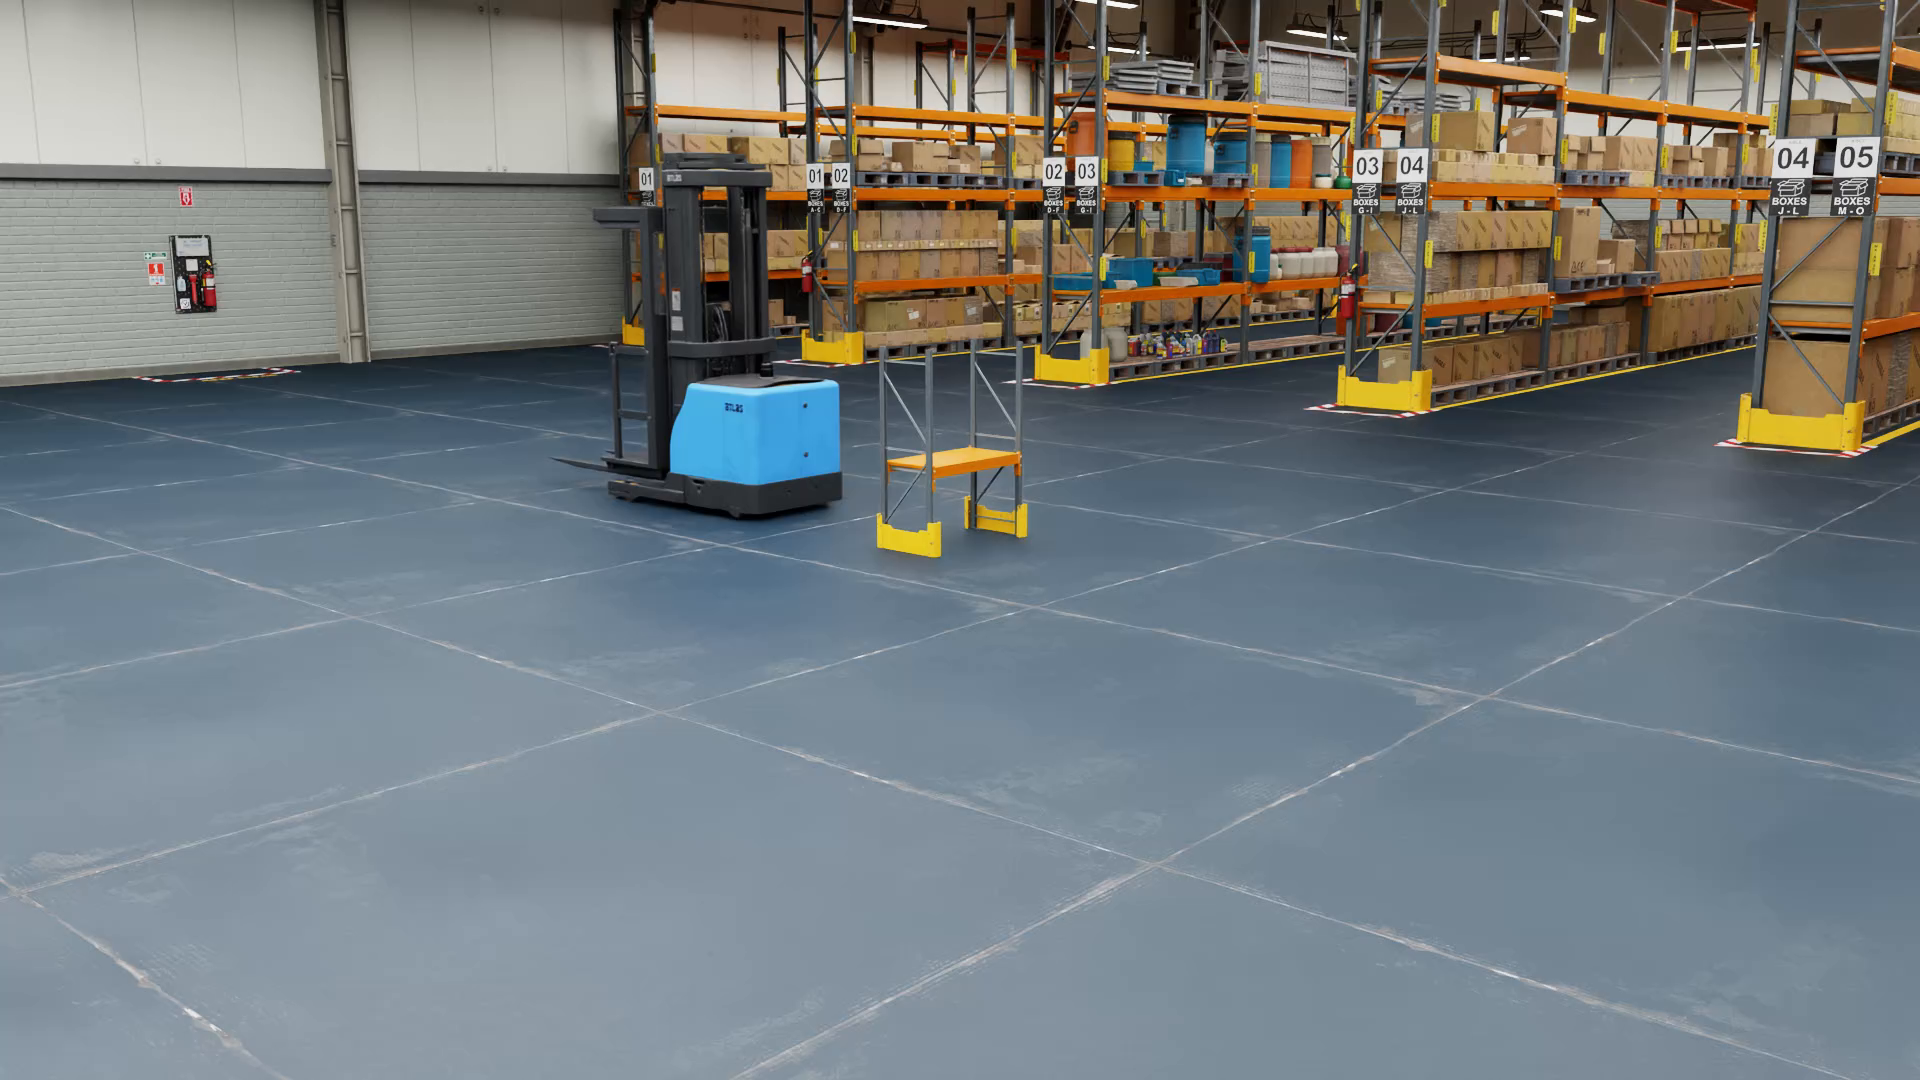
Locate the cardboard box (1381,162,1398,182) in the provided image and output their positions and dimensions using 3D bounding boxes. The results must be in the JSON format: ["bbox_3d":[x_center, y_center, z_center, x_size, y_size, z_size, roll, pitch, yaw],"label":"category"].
[{"bbox_3d":[5.469,-4.656,21.088,0.500,0.250,0.500,10,15,42],"label":"cardboard box"}]

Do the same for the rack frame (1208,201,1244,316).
[{"bbox_3d":[5.824,-6.202,36.102,1.000,3.000,0.127,10,15,40],"label":"rack frame"}]

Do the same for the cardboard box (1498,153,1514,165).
[{"bbox_3d":[7.118,-5.056,22.075,0.380,0.149,0.250,11,16,43],"label":"cardboard box"}]

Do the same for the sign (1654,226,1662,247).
[{"bbox_3d":[11.036,-4.792,26.290,0.100,0.325,0.005,10,15,40],"label":"sign"}]

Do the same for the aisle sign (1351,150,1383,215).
[{"bbox_3d":[5.075,-4.459,20.741,0.394,0.787,0.004,10,15,40],"label":"aisle sign"}]

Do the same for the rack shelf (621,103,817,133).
[{"bbox_3d":[-4.501,-7.958,31.423,1.077,0.370,4.000,10,15,40],"label":"rack shelf"}]

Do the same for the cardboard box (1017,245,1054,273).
[{"bbox_3d":[1.410,-5.262,31.143,0.500,0.500,0.500,-11,16,-43],"label":"cardboard box"}]

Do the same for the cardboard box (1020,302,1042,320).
[{"bbox_3d":[1.337,-4.259,30.891,0.500,0.311,0.500,10,15,40],"label":"cardboard box"}]

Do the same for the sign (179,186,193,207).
[{"bbox_3d":[-11.710,-5.198,25.158,0.001,0.298,0.199,10,15,40],"label":"sign"}]

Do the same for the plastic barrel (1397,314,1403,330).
[{"bbox_3d":[8.263,-4.293,31.826,0.421,0.512,0.421,0,11,0],"label":"plastic barrel"}]

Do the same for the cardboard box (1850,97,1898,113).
[{"bbox_3d":[9.460,-4.500,17.204,0.380,0.149,0.250,10,15,41],"label":"cardboard box"}]

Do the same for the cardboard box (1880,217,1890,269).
[{"bbox_3d":[9.568,-3.244,18.155,0.875,0.550,0.550,10,15,40],"label":"cardboard box"}]

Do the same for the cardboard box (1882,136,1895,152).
[{"bbox_3d":[9.468,-4.110,17.287,0.380,0.149,0.250,10,15,41],"label":"cardboard box"}]

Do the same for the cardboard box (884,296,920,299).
[{"bbox_3d":[-0.987,-4.001,29.119,0.500,0.500,0.500,10,15,40],"label":"cardboard box"}]

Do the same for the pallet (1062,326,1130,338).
[{"bbox_3d":[2.611,-4.130,32.848,1.003,0.211,1.213,10,15,40],"label":"pallet"}]

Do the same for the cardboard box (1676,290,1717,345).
[{"bbox_3d":[12.266,-3.856,28.711,1.225,0.875,0.875,9,14,38],"label":"cardboard box"}]

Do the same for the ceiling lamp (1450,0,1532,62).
[{"bbox_3d":[12.113,-12.665,38.244,2.000,3.185,0.800,10,15,40],"label":"ceiling lamp"}]

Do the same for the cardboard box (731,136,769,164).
[{"bbox_3d":[-3.998,-7.416,31.663,0.500,0.500,0.500,9,14,38],"label":"cardboard box"}]

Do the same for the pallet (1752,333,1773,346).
[{"bbox_3d":[14.629,-3.835,31.372,1.003,0.211,1.213,10,15,40],"label":"pallet"}]

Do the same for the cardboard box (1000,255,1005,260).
[{"bbox_3d":[0.855,-6.385,37.612,0.380,0.149,0.250,10,15,41],"label":"cardboard box"}]

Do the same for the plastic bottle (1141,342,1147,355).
[{"bbox_3d":[2.888,-3.006,26.124,0.097,0.201,0.097,0,11,0],"label":"plastic bottle"}]

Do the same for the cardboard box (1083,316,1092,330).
[{"bbox_3d":[2.347,-4.212,32.088,0.500,0.250,0.500,10,15,42],"label":"cardboard box"}]

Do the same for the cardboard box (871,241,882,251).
[{"bbox_3d":[-1.505,-4.872,27.535,0.380,0.149,0.250,9,15,39],"label":"cardboard box"}]

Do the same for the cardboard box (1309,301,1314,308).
[{"bbox_3d":[7.955,-5.457,38.483,0.380,0.166,0.250,10,15,40],"label":"cardboard box"}]

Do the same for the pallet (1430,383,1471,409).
[{"bbox_3d":[5.954,-1.913,21.752,1.003,0.211,1.213,10,15,40],"label":"pallet"}]

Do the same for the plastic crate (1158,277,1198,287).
[{"bbox_3d":[3.380,-3.983,25.666,0.530,0.136,0.437,10,15,40],"label":"plastic crate"}]

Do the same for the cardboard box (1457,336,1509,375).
[{"bbox_3d":[7.315,-2.584,23.302,0.500,0.500,0.500,-7,13,-30],"label":"cardboard box"}]

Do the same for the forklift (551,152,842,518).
[{"bbox_3d":[-2.436,-1.835,14.416,3.031,2.935,1.130,10,15,40],"label":"forklift"}]

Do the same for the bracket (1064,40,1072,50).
[{"bbox_3d":[2.453,-11.778,39.517,0.235,0.232,0.430,10,15,40],"label":"bracket"}]

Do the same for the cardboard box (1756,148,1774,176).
[{"bbox_3d":[14.544,-6.955,30.634,0.700,0.500,0.500,11,15,43],"label":"cardboard box"}]

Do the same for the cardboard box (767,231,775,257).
[{"bbox_3d":[-3.926,-5.712,32.068,0.500,0.500,0.500,9,15,39],"label":"cardboard box"}]

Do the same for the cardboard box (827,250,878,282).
[{"bbox_3d":[-1.780,-4.552,27.588,0.700,0.500,0.500,10,15,40],"label":"cardboard box"}]

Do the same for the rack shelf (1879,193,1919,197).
[{"bbox_3d":[12.961,-4.499,21.759,1.077,0.370,4.000,10,15,40],"label":"rack shelf"}]

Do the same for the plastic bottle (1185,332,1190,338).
[{"bbox_3d":[3.722,-3.271,27.273,0.097,0.271,0.097,0,11,0],"label":"plastic bottle"}]

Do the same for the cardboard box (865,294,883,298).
[{"bbox_3d":[-2.037,-4.917,34.930,0.700,0.500,0.500,10,15,41],"label":"cardboard box"}]

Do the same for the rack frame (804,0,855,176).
[{"bbox_3d":[-2.098,-7.378,26.675,1.000,3.000,0.127,10,15,40],"label":"rack frame"}]

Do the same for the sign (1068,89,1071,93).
[{"bbox_3d":[2.516,-10.212,38.277,0.100,0.325,0.005,10,15,40],"label":"sign"}]

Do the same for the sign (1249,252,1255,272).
[{"bbox_3d":[4.667,-4.447,26.609,0.100,0.325,0.005,10,15,40],"label":"sign"}]

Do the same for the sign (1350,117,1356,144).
[{"bbox_3d":[4.938,-5.134,20.841,0.100,0.325,0.005,10,15,40],"label":"sign"}]

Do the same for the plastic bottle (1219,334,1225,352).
[{"bbox_3d":[4.191,-3.154,26.655,0.061,0.283,0.133,11,16,43],"label":"plastic bottle"}]

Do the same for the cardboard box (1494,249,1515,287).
[{"bbox_3d":[7.027,-3.724,22.684,0.875,0.500,0.500,10,15,40],"label":"cardboard box"}]

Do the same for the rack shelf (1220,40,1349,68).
[{"bbox_3d":[7.144,-10.715,36.733,1.077,0.370,4.000,10,15,40],"label":"rack shelf"}]

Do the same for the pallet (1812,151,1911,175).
[{"bbox_3d":[9.482,-4.036,17.830,1.003,0.211,1.213,10,15,40],"label":"pallet"}]

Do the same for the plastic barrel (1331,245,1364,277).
[{"bbox_3d":[6.823,-4.931,29.395,0.600,0.536,0.708,10,15,40],"label":"plastic barrel"}]

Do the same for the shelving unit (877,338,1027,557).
[{"bbox_3d":[-0.050,-0.724,12.508,0.587,1.500,1.083,10,15,40],"label":"shelving unit"}]

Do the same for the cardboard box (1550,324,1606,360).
[{"bbox_3d":[9.469,-3.053,25.597,0.500,0.500,0.700,-11,15,-43],"label":"cardboard box"}]

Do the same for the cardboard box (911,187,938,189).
[{"bbox_3d":[-0.813,-7.549,35.367,0.500,0.311,0.500,10,15,40],"label":"cardboard box"}]

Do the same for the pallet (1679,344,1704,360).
[{"bbox_3d":[12.005,-3.249,28.440,1.003,0.211,1.213,10,15,40],"label":"pallet"}]

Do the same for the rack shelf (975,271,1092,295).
[{"bbox_3d":[1.863,-4.966,31.753,1.077,0.370,4.000,10,15,40],"label":"rack shelf"}]

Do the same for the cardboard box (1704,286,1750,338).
[{"bbox_3d":[13.758,-4.171,30.288,0.875,0.875,0.875,10,15,40],"label":"cardboard box"}]

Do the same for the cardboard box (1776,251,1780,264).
[{"bbox_3d":[15.111,-5.326,31.342,0.500,0.250,0.500,9,14,38],"label":"cardboard box"}]

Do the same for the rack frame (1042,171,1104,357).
[{"bbox_3d":[1.621,-3.795,24.053,1.000,3.000,0.127,10,15,40],"label":"rack frame"}]

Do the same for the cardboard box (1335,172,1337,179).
[{"bbox_3d":[8.317,-8.324,38.177,0.500,0.250,0.500,10,15,40],"label":"cardboard box"}]

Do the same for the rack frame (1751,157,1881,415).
[{"bbox_3d":[9.000,-2.499,17.562,1.000,3.000,0.127,10,15,40],"label":"rack frame"}]
